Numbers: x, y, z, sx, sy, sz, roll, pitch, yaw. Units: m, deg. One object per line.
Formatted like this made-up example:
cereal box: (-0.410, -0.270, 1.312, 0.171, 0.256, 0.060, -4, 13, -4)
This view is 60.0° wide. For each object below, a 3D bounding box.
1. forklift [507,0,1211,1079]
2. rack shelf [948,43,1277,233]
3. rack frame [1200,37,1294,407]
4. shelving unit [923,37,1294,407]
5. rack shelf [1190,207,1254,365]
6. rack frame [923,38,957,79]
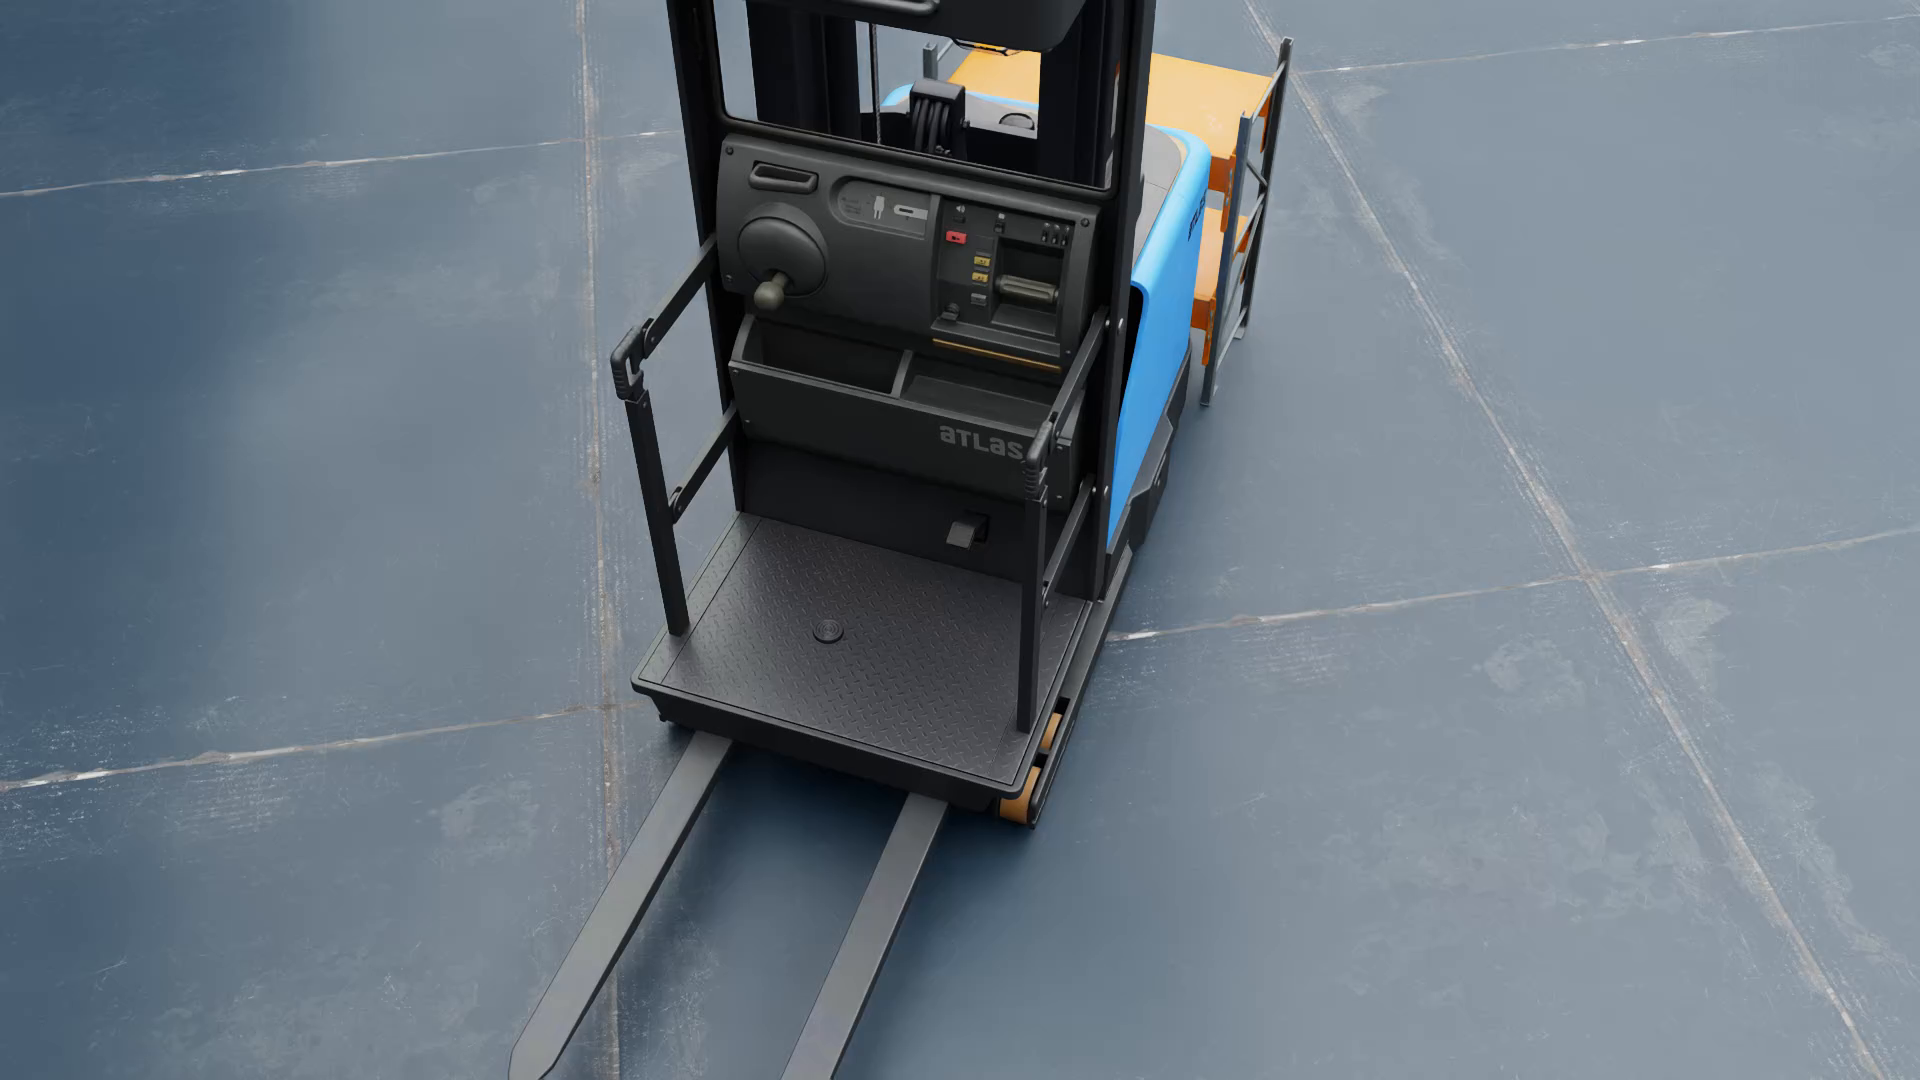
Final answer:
forklift: (-0.209, -0.589, 3.782, 1.130, 2.935, 3.031, 14, 48, 13)
rack shelf: (0.465, -1.362, 5.374, 1.000, 0.278, 0.538, 17, 48, 16)
rack frame: (0.934, -1.016, 5.448, 0.032, 1.125, 0.500, 17, 48, 16)
shelving unit: (0.465, -1.158, 5.585, 1.048, 1.125, 0.538, 17, 48, 16)
rack shelf: (0.465, -0.989, 5.761, 1.000, 0.278, 0.538, 17, 48, 16)
rack frame: (-0.003, -1.300, 5.722, 0.032, 1.125, 0.500, 17, 48, 16)
